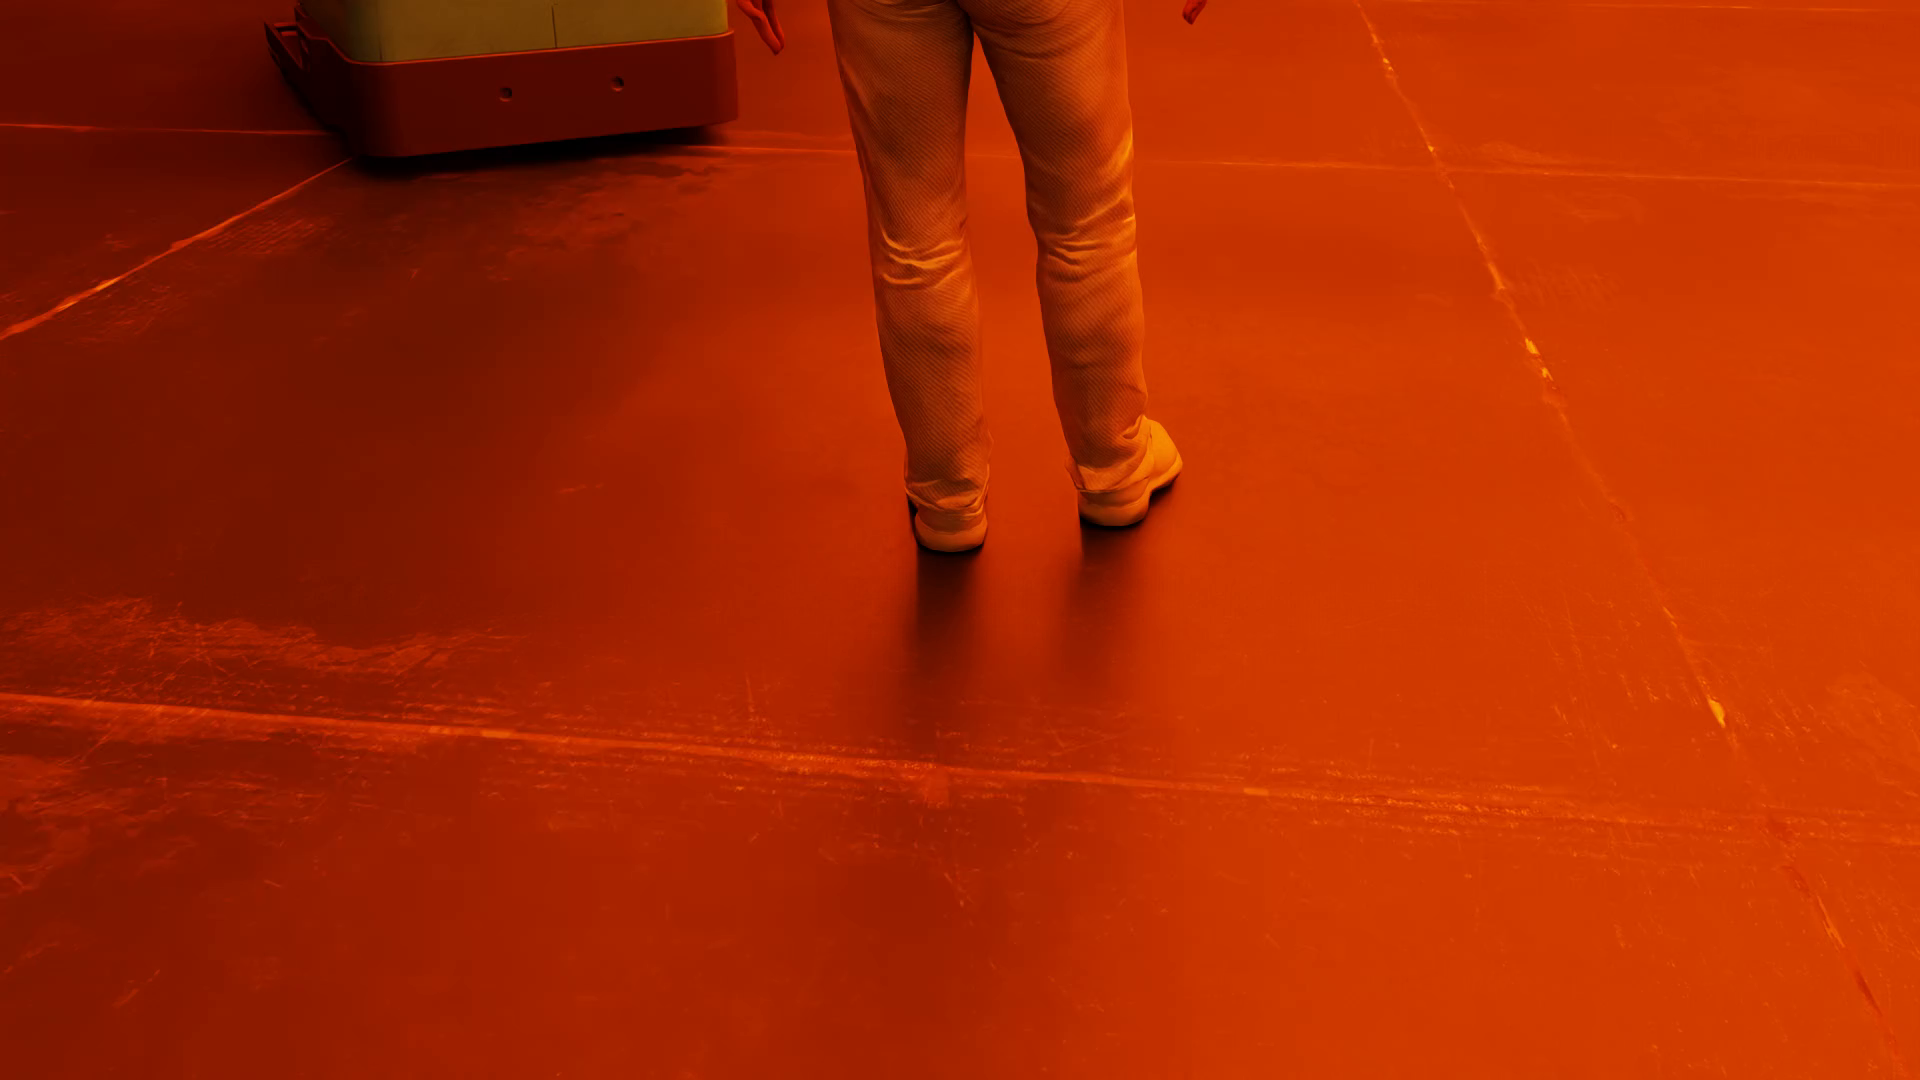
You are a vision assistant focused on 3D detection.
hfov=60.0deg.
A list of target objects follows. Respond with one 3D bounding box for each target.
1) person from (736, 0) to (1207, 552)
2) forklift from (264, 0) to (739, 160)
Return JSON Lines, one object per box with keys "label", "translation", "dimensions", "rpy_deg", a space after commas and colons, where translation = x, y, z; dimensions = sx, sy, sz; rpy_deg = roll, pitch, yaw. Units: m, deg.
{"label": "person", "translation": [0.015, -0.827, 2.163], "dimensions": [0.665, 1.765, 0.577], "rpy_deg": [3, 27, 7]}
{"label": "forklift", "translation": [-1.748, -2.937, 5.104], "dimensions": [1.130, 2.935, 3.031], "rpy_deg": [-13, 29, -24]}
